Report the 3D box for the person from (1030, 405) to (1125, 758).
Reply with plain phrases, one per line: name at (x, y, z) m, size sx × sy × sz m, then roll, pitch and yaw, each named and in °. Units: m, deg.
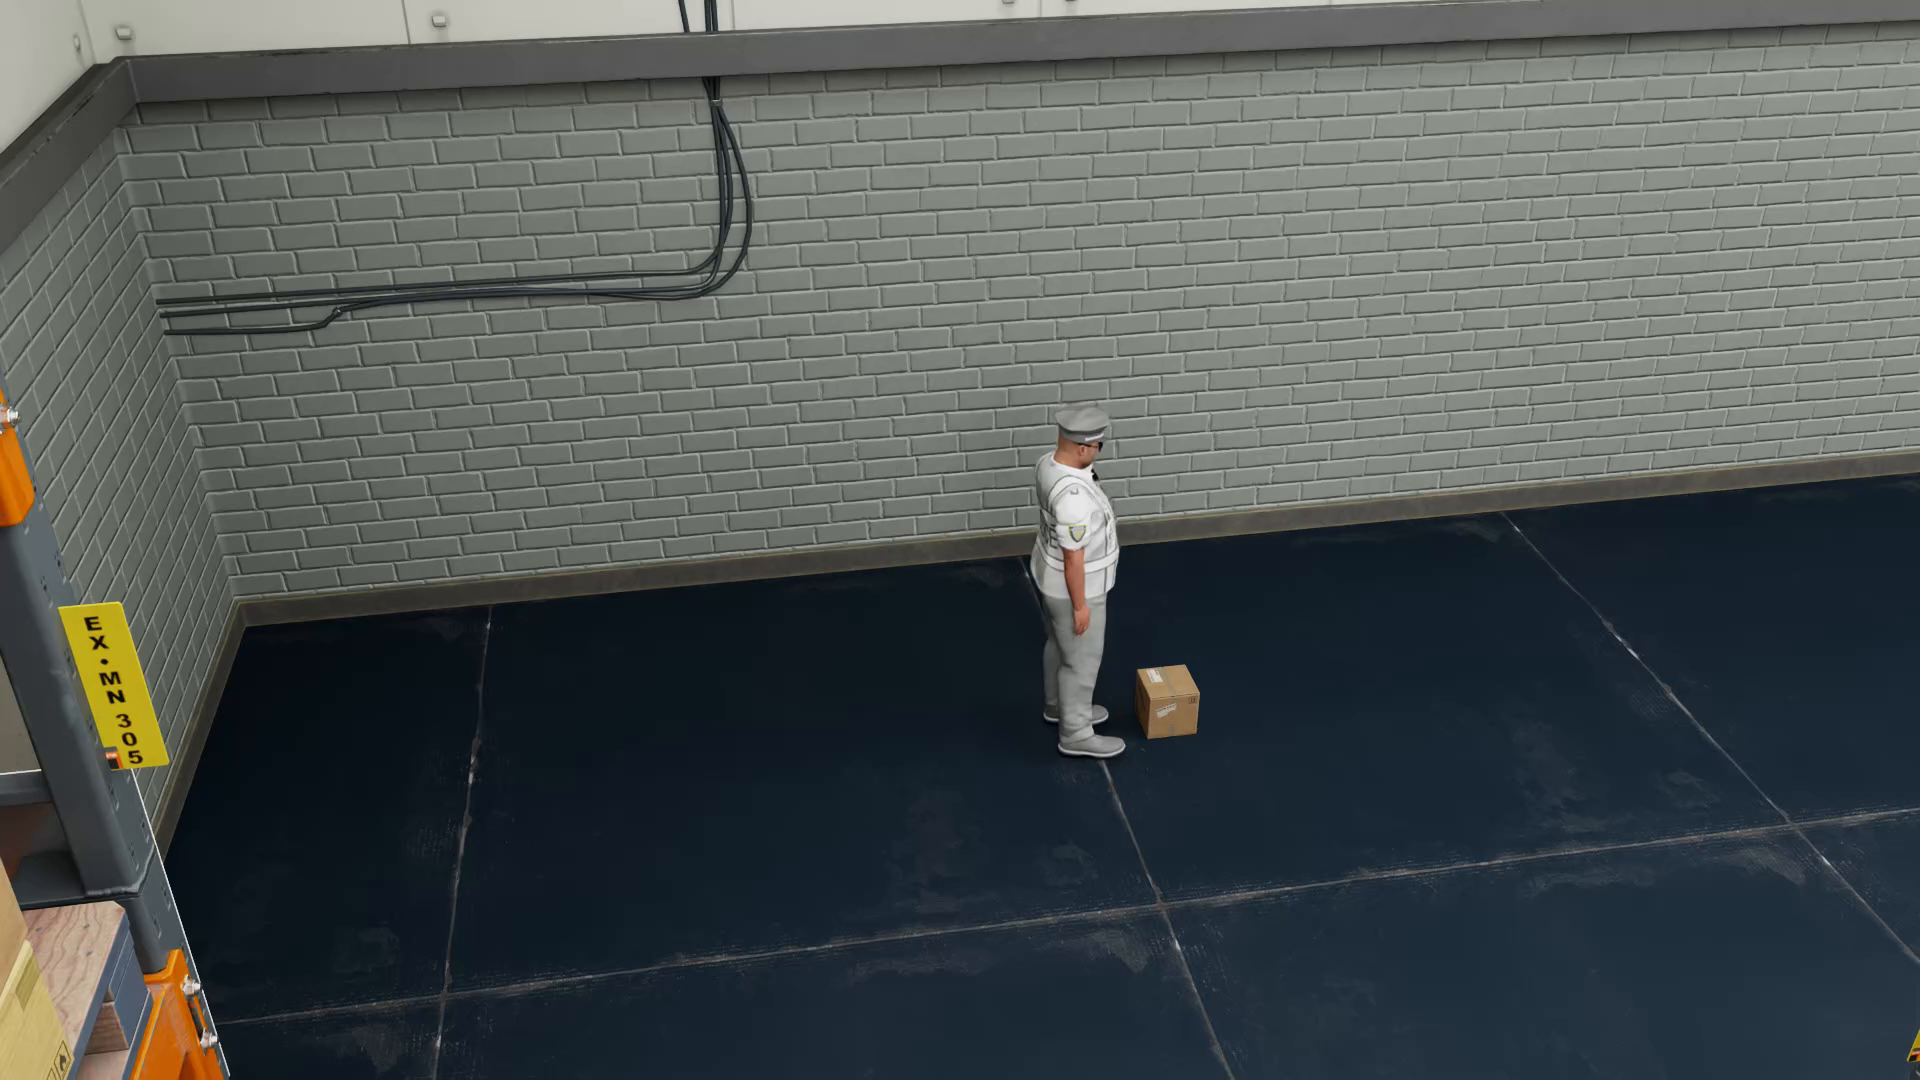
person at (0.556, 0.189, 7.796) m, size 0.438 × 1.752 × 0.535 m, roll -5°, pitch 31°, yaw -9°
